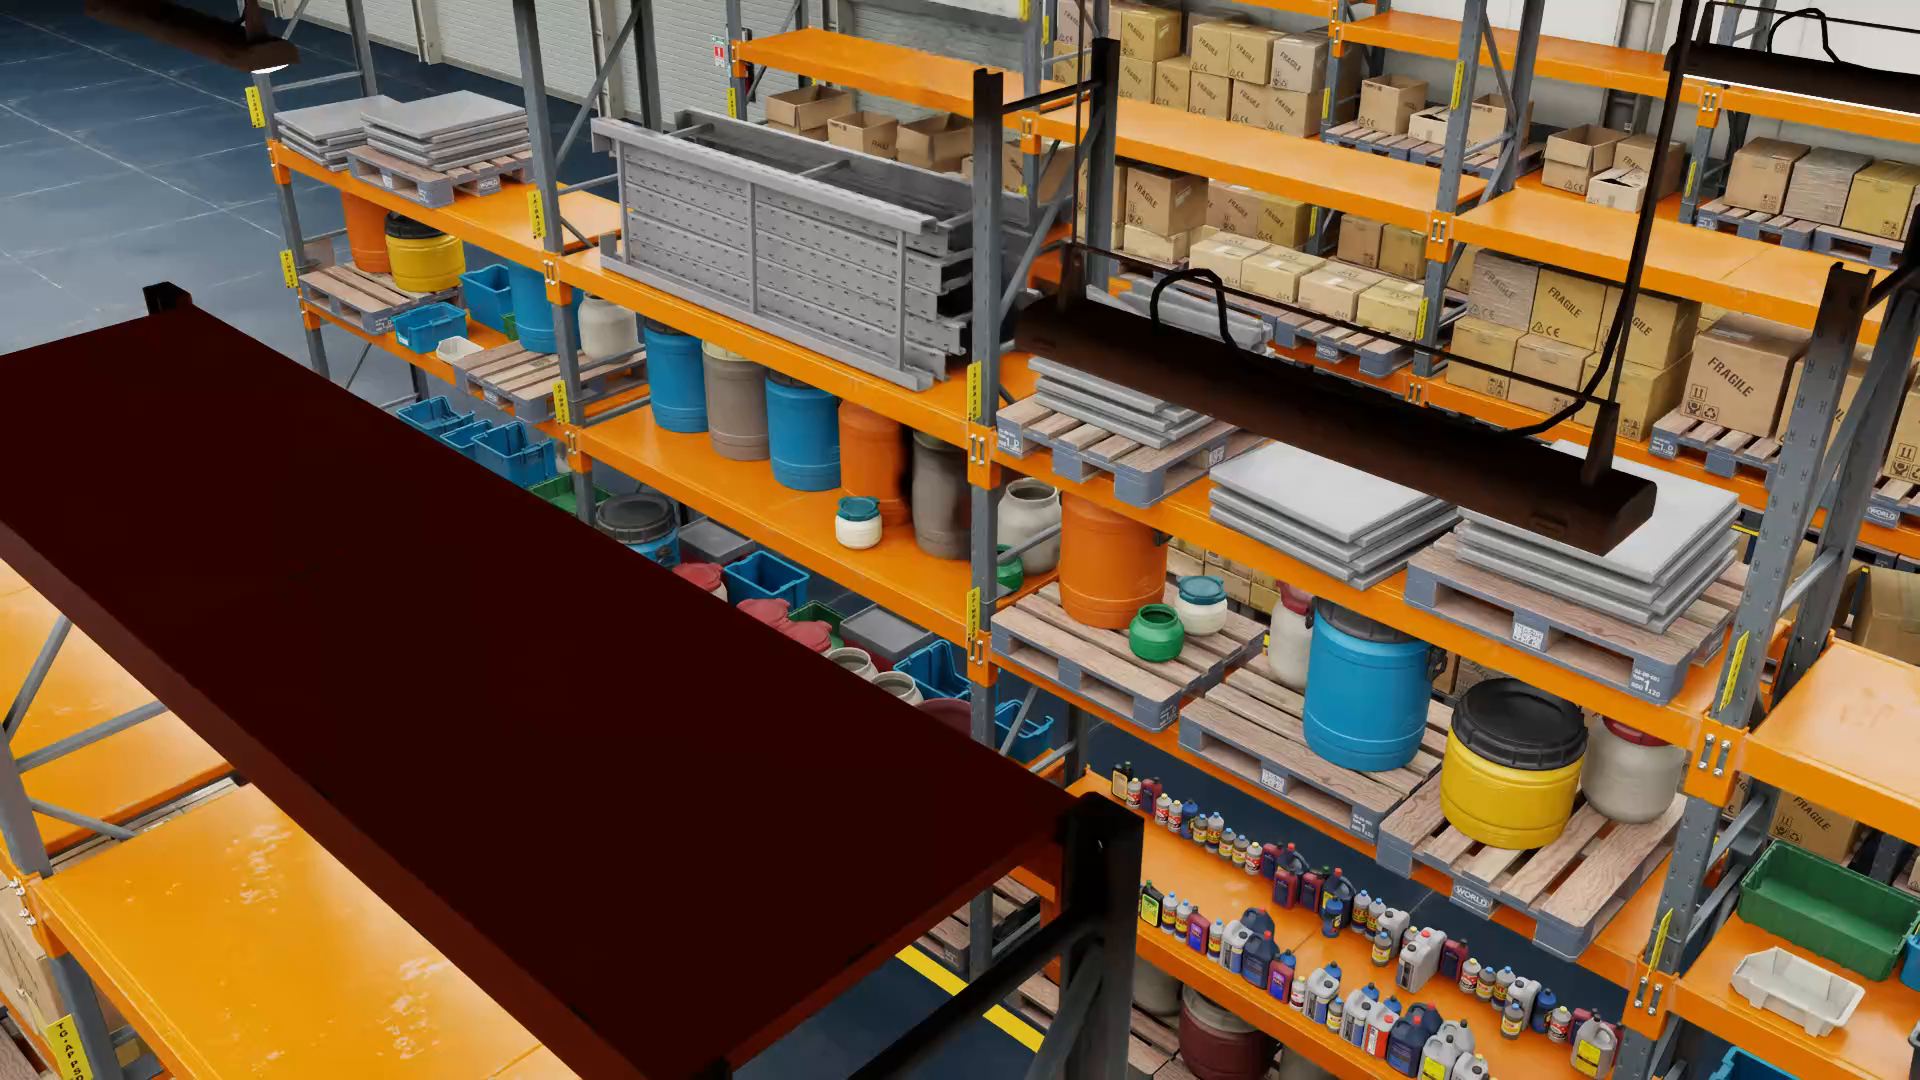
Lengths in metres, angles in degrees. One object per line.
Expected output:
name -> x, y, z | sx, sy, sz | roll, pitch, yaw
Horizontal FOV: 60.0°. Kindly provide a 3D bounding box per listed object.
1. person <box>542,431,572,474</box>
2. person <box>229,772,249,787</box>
person -> -3.924, -1.108, 16.549 | 0.523, 1.661, 0.662 | 16, 33, 27
person -> -4.998, 1.514, 11.833 | 0.887, 1.695, 0.529 | 22, 36, 34
